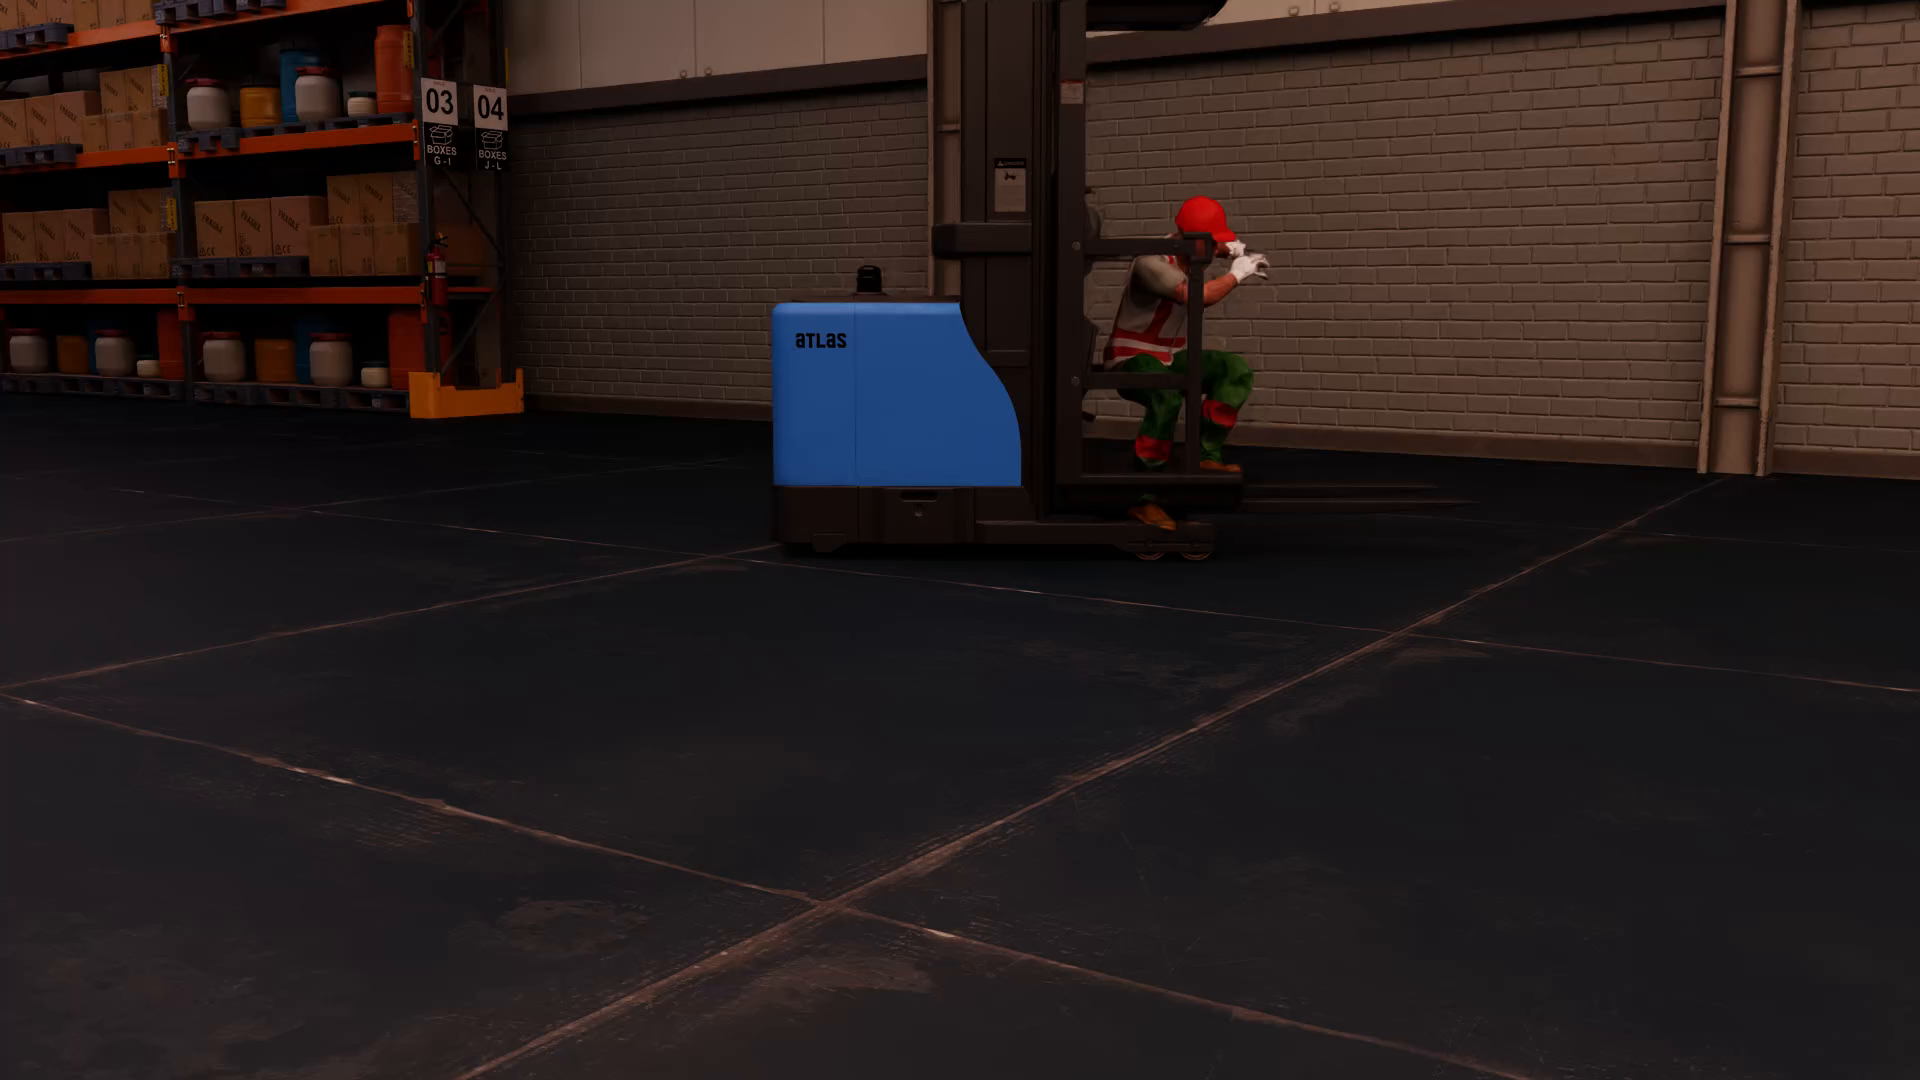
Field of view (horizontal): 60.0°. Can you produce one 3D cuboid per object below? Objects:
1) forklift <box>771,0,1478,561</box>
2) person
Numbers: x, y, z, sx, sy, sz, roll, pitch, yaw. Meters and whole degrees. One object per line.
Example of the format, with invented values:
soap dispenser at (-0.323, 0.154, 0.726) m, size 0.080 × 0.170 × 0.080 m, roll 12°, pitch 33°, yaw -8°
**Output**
forklift at (0.714, -1.439, 7.311) m, size 3.031 × 2.935 × 1.130 m, roll 0°, pitch 8°, yaw 1°
person at (1.109, -0.820, 7.508) m, size 0.761 × 1.413 × 1.368 m, roll 7°, pitch 11°, yaw 42°
